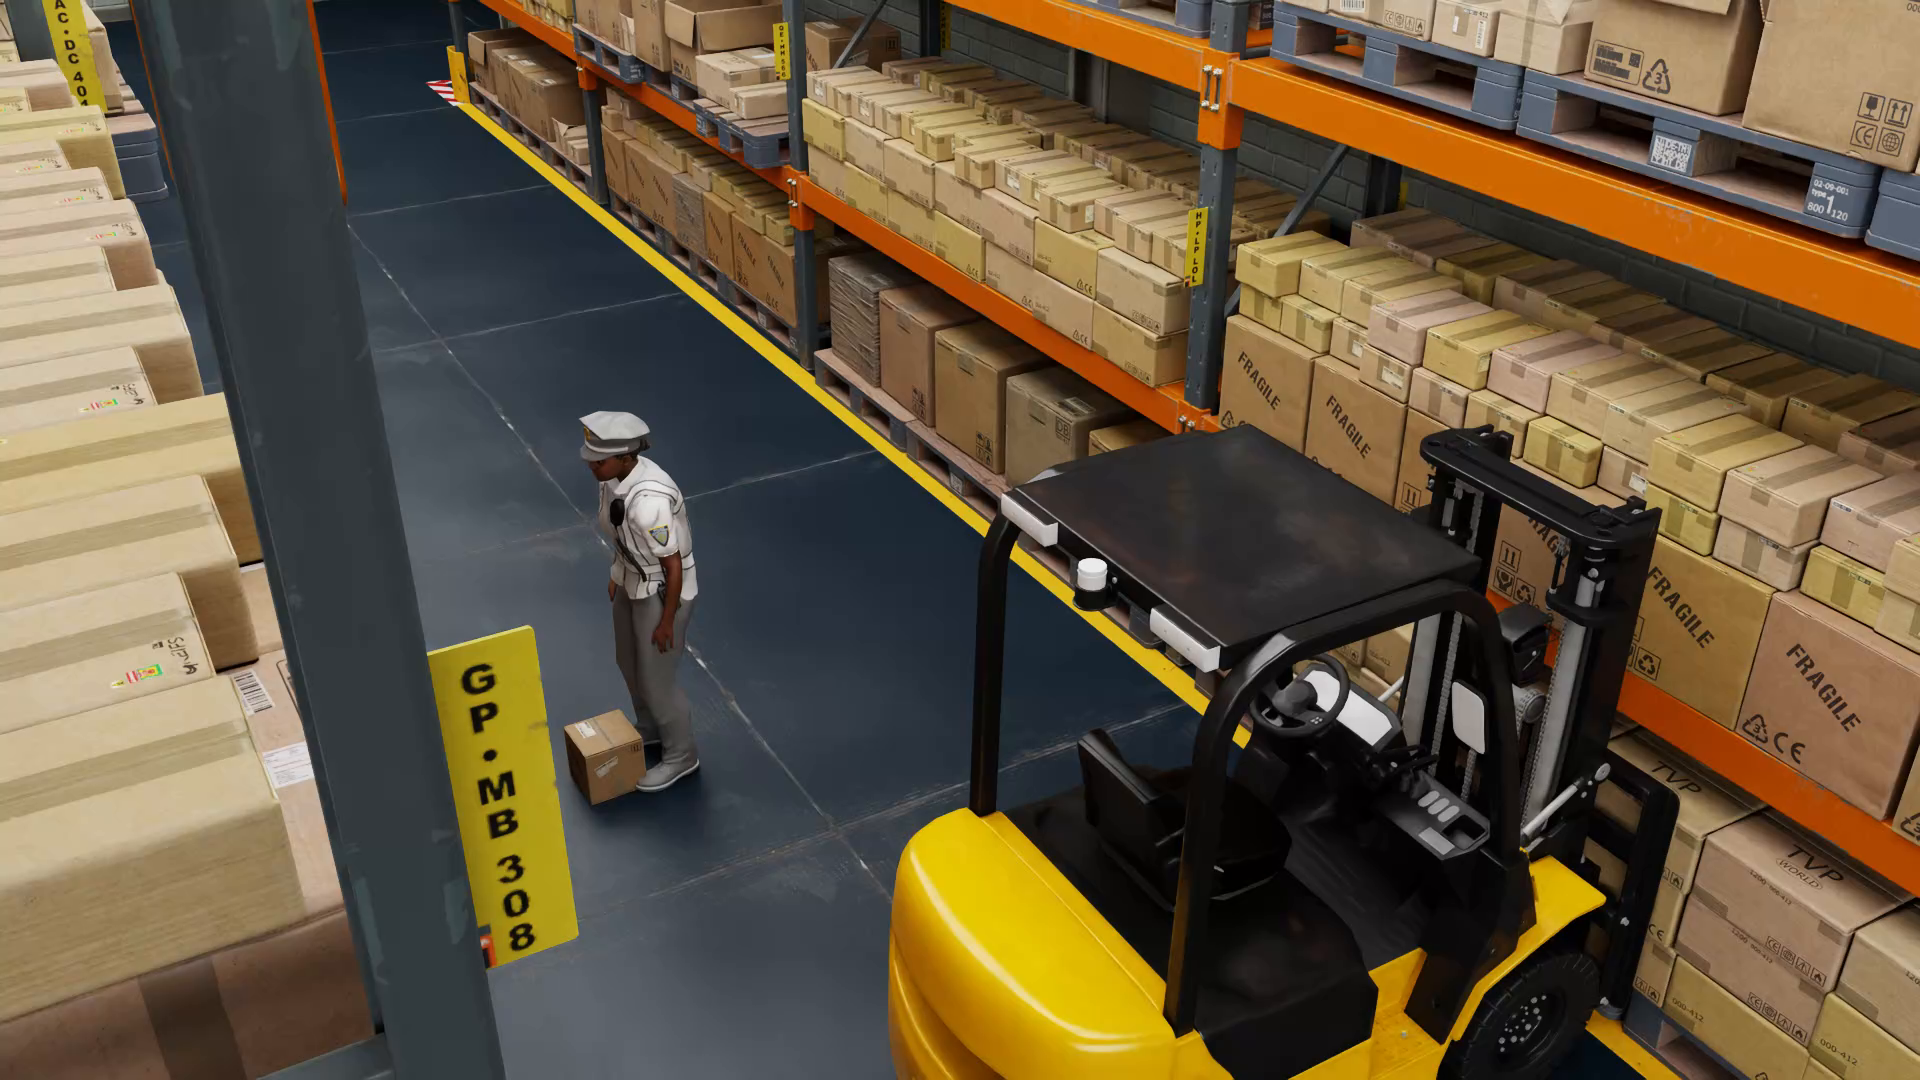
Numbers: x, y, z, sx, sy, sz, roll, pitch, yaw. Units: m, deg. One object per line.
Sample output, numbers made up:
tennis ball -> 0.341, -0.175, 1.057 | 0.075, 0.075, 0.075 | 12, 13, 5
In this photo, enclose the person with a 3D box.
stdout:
person -> -1.279, 0.229, 6.714 | 0.397, 1.661, 0.531 | -18, 34, -29
